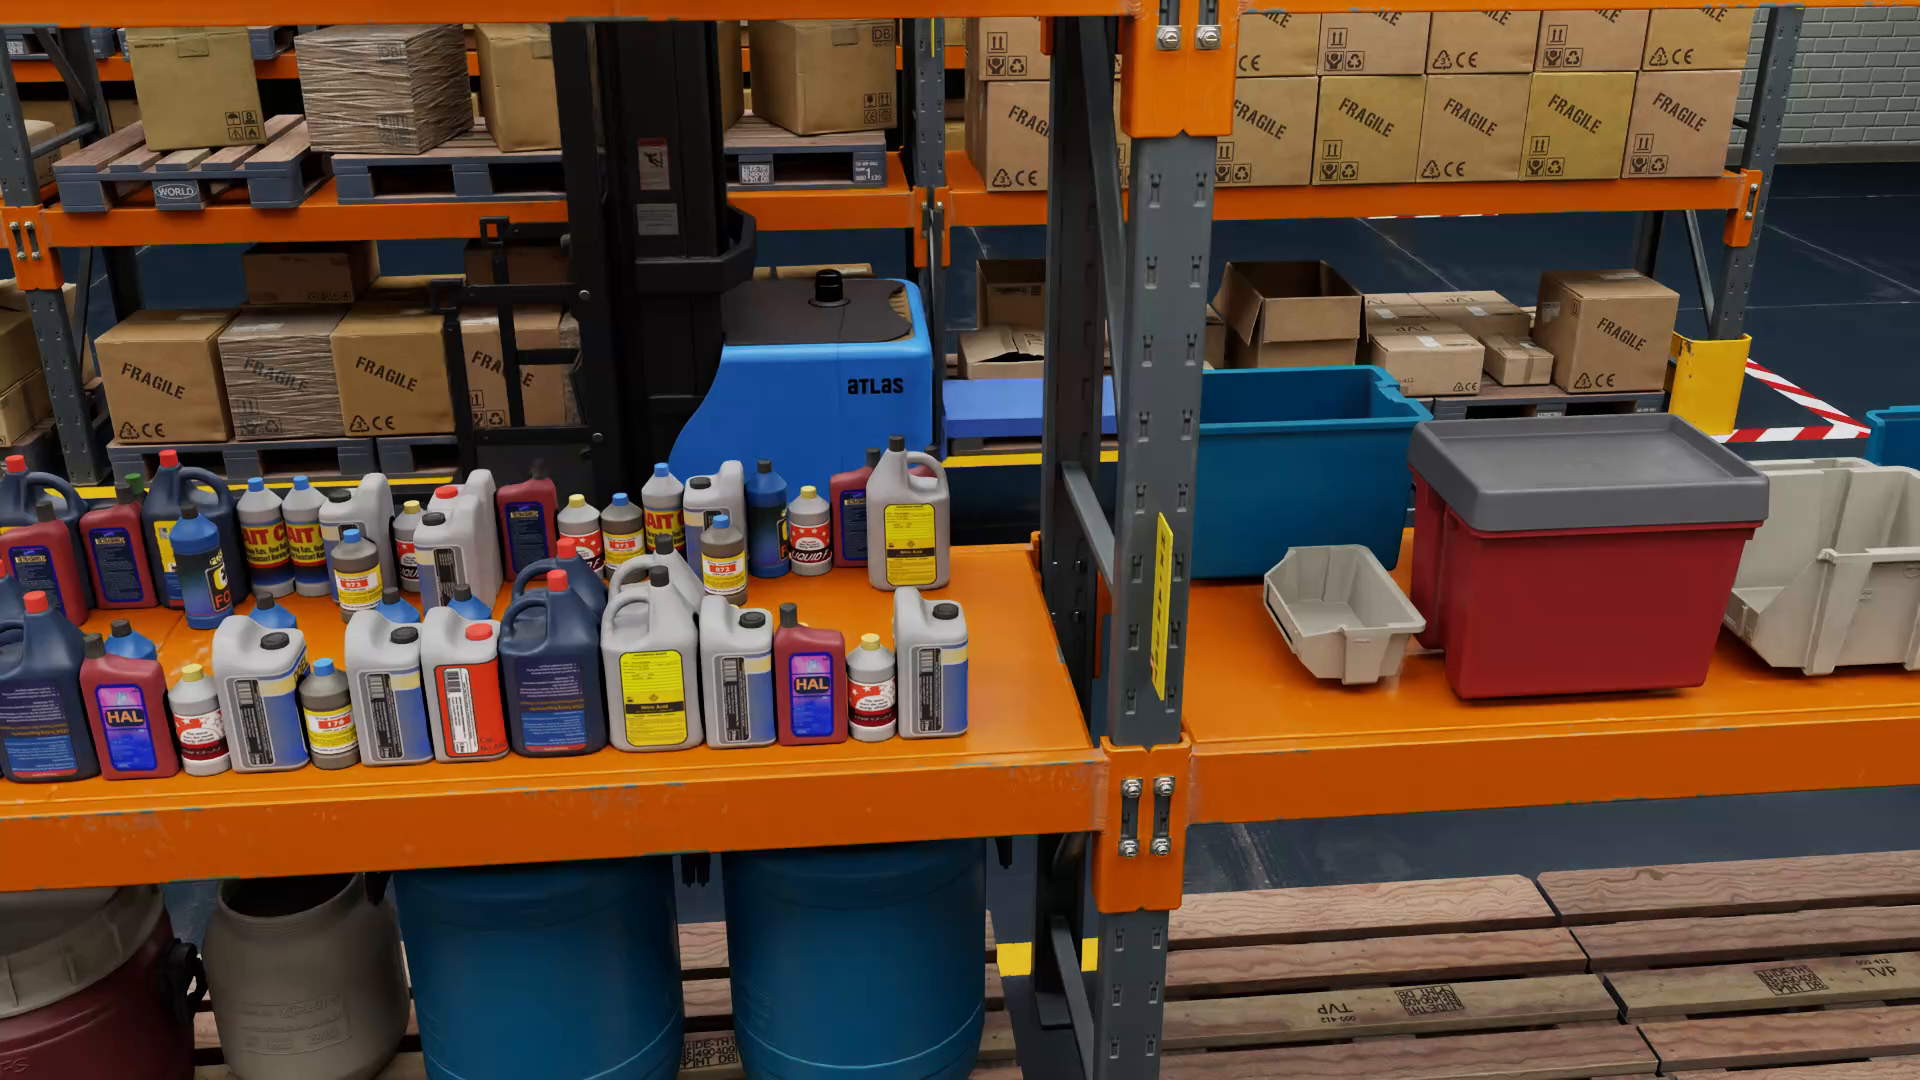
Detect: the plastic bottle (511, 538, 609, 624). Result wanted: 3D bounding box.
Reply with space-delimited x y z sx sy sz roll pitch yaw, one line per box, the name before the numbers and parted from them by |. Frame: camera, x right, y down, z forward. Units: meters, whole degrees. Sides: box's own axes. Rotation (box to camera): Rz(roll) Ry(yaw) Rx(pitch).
plastic bottle | -0.776 0.164 3.248 0.185 0.351 0.144 -2 24 -5

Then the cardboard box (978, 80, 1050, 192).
cardboard box | 0.355 -1.935 7.787 0.500 0.500 0.500 -2 24 -4

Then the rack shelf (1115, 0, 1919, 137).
rack shelf | 2.295 -1.098 3.221 4.000 0.370 1.077 -2 24 -5

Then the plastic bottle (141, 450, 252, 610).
plastic bottle | -1.699 -0.031 3.687 0.185 0.351 0.144 -2 24 -5

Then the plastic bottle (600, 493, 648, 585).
plastic bottle | -0.773 -0.009 3.822 0.097 0.201 0.097 0 24 0

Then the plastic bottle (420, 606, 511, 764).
plastic bottle | -0.922 0.261 3.122 0.135 0.276 0.152 -2 24 -5

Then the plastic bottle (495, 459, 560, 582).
plastic bottle | -0.986 -0.046 3.803 0.133 0.283 0.061 -2 24 -5

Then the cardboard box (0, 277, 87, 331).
cardboard box | -4.710 -1.109 8.229 0.500 0.311 0.500 -1 24 -3

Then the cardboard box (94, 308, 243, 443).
cardboard box | -3.679 -0.781 7.849 0.500 0.500 0.500 -1 24 -3

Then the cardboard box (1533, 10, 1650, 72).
cardboard box | 2.883 -2.492 7.809 0.500 0.500 0.500 -2 24 -4

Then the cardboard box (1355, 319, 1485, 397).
cardboard box | 2.336 -0.936 8.506 0.500 0.250 0.500 -2 24 -5

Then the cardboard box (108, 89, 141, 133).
cardboard box | -5.935 -3.175 12.314 0.500 0.250 0.500 -2 24 -4

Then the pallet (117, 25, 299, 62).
pallet | -5.349 -3.662 12.032 1.003 0.211 1.213 -2 24 -5

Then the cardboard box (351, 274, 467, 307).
cardboard box | -2.737 -1.031 8.412 0.500 0.500 0.500 -3 24 -7

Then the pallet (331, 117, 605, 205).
pallet | -2.225 -1.811 7.867 1.213 0.211 1.003 -2 24 -5

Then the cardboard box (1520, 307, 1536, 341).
cardboard box | 3.102 -1.157 9.107 0.250 0.166 0.380 -2 24 -5

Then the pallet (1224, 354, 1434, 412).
pallet | 1.721 -0.781 8.749 1.213 0.211 1.003 -2 24 -5

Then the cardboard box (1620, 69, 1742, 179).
cardboard box | 3.383 -2.056 8.060 0.500 0.500 0.500 -2 24 -4

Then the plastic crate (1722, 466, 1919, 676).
plastic crate | 1.842 0.064 3.486 0.530 0.282 0.437 -2 24 -5

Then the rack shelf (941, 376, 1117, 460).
rack shelf | 0.403 -0.532 7.042 1.000 0.185 0.538 -2 24 -4

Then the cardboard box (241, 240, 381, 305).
cardboard box | -3.196 -1.357 8.222 0.500 0.250 0.500 -1 24 -3

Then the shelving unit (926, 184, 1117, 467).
shelving unit | 0.403 -0.696 6.969 1.048 1.500 0.538 -2 24 -4

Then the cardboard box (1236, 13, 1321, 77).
cardboard box | 1.343 -2.428 7.664 0.500 0.500 0.500 -3 24 -7

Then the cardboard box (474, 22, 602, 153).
cardboard box | -1.931 -2.121 7.688 0.500 0.500 0.700 -9 25 -18

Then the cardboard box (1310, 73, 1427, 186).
cardboard box | 1.868 -1.996 7.925 0.500 0.500 0.500 -3 24 -6

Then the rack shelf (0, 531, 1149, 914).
rack shelf | -1.686 0.432 3.471 4.000 0.370 1.077 -2 24 -5

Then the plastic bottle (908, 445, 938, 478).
plastic bottle | -0.103 -0.081 3.883 0.133 0.283 0.061 -2 24 -5

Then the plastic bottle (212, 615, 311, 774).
plastic bottle | -1.286 0.276 3.089 0.135 0.276 0.152 -2 24 -5

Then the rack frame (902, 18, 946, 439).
rack frame | -0.179 -1.979 8.009 0.127 3.000 1.000 -2 24 -5

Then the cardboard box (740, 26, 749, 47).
cardboard box | -1.489 -3.736 12.246 0.250 0.149 0.380 -2 24 -3

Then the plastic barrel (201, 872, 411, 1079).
plastic barrel | -1.514 0.998 3.858 0.421 0.512 0.421 0 24 0

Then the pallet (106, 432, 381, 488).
pallet | -3.413 -0.559 8.249 1.213 0.211 1.003 -2 24 -5

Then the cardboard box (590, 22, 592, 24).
cardboard box | -2.608 -3.988 12.016 0.500 0.500 0.500 -2 24 -4

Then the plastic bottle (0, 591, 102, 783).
plastic bottle | -1.675 0.259 3.035 0.185 0.351 0.144 -2 24 -5

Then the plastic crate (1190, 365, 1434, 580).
plastic crate | 0.735 -0.153 3.847 0.575 0.384 0.392 -2 24 -5

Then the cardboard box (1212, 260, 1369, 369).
cardboard box | 1.690 -1.116 8.600 0.637 0.503 0.797 -2 24 -5

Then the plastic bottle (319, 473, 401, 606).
plastic bottle | -1.346 -0.009 3.730 0.135 0.276 0.152 -2 24 -5

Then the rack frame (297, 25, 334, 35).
rack frame | -4.650 -3.821 12.154 0.127 3.000 1.000 -2 24 -5

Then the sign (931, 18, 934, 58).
sign | -0.121 -2.284 7.269 0.005 0.325 0.100 -2 24 -5

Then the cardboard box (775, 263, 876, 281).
cardboard box | -0.684 -1.117 8.605 0.500 0.500 0.500 -3 24 -8

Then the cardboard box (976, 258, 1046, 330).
cardboard box | 0.360 -1.175 8.736 0.500 0.500 0.500 -2 24 -5

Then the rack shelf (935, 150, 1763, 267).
rack shelf | 1.811 -1.730 8.335 4.000 0.370 1.077 -2 24 -5

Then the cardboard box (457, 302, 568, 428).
cardboard box | -2.140 -0.845 7.993 0.500 0.500 0.500 -3 24 -7

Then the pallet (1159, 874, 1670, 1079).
pallet | 1.032 1.253 4.172 1.213 0.211 1.003 -2 24 -5

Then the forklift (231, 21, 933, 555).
forklift | -1.638 -1.249 6.452 3.031 2.935 1.130 -2 24 -4

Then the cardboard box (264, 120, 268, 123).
cardboard box | -5.362 -2.830 12.460 0.500 0.500 0.700 -2 24 -4

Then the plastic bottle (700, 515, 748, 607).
plastic bottle | -0.527 0.043 3.705 0.097 0.201 0.097 0 24 0

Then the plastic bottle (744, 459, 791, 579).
plastic bottle | -0.445 -0.054 3.838 0.097 0.271 0.097 0 24 0

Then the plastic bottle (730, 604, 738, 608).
plastic bottle | -0.451 0.226 3.294 0.097 0.201 0.097 0 24 0

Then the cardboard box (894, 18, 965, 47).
cardboard box | -0.128 -4.133 12.486 0.700 0.700 0.980 -2 24 -4

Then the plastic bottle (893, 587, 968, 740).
plastic bottle | -0.056 0.227 3.200 0.135 0.276 0.152 -2 24 -5

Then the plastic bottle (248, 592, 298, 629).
plastic bottle | -1.317 0.228 3.202 0.097 0.271 0.097 0 24 0

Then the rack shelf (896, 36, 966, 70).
rack shelf | 1.321 -3.732 12.839 4.000 0.370 1.077 -2 24 -5

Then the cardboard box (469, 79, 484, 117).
cardboard box | -3.905 -3.007 12.452 0.750 0.750 0.750 -3 24 -6

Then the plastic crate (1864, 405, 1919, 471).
plastic crate | 2.398 -0.146 4.017 0.300 0.233 0.416 -2 24 -5

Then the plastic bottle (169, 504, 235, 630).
plastic bottle | -1.644 0.053 3.597 0.097 0.271 0.097 0 24 0

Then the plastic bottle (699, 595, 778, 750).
plastic bottle | -0.420 0.241 3.167 0.135 0.276 0.152 -2 24 -5
